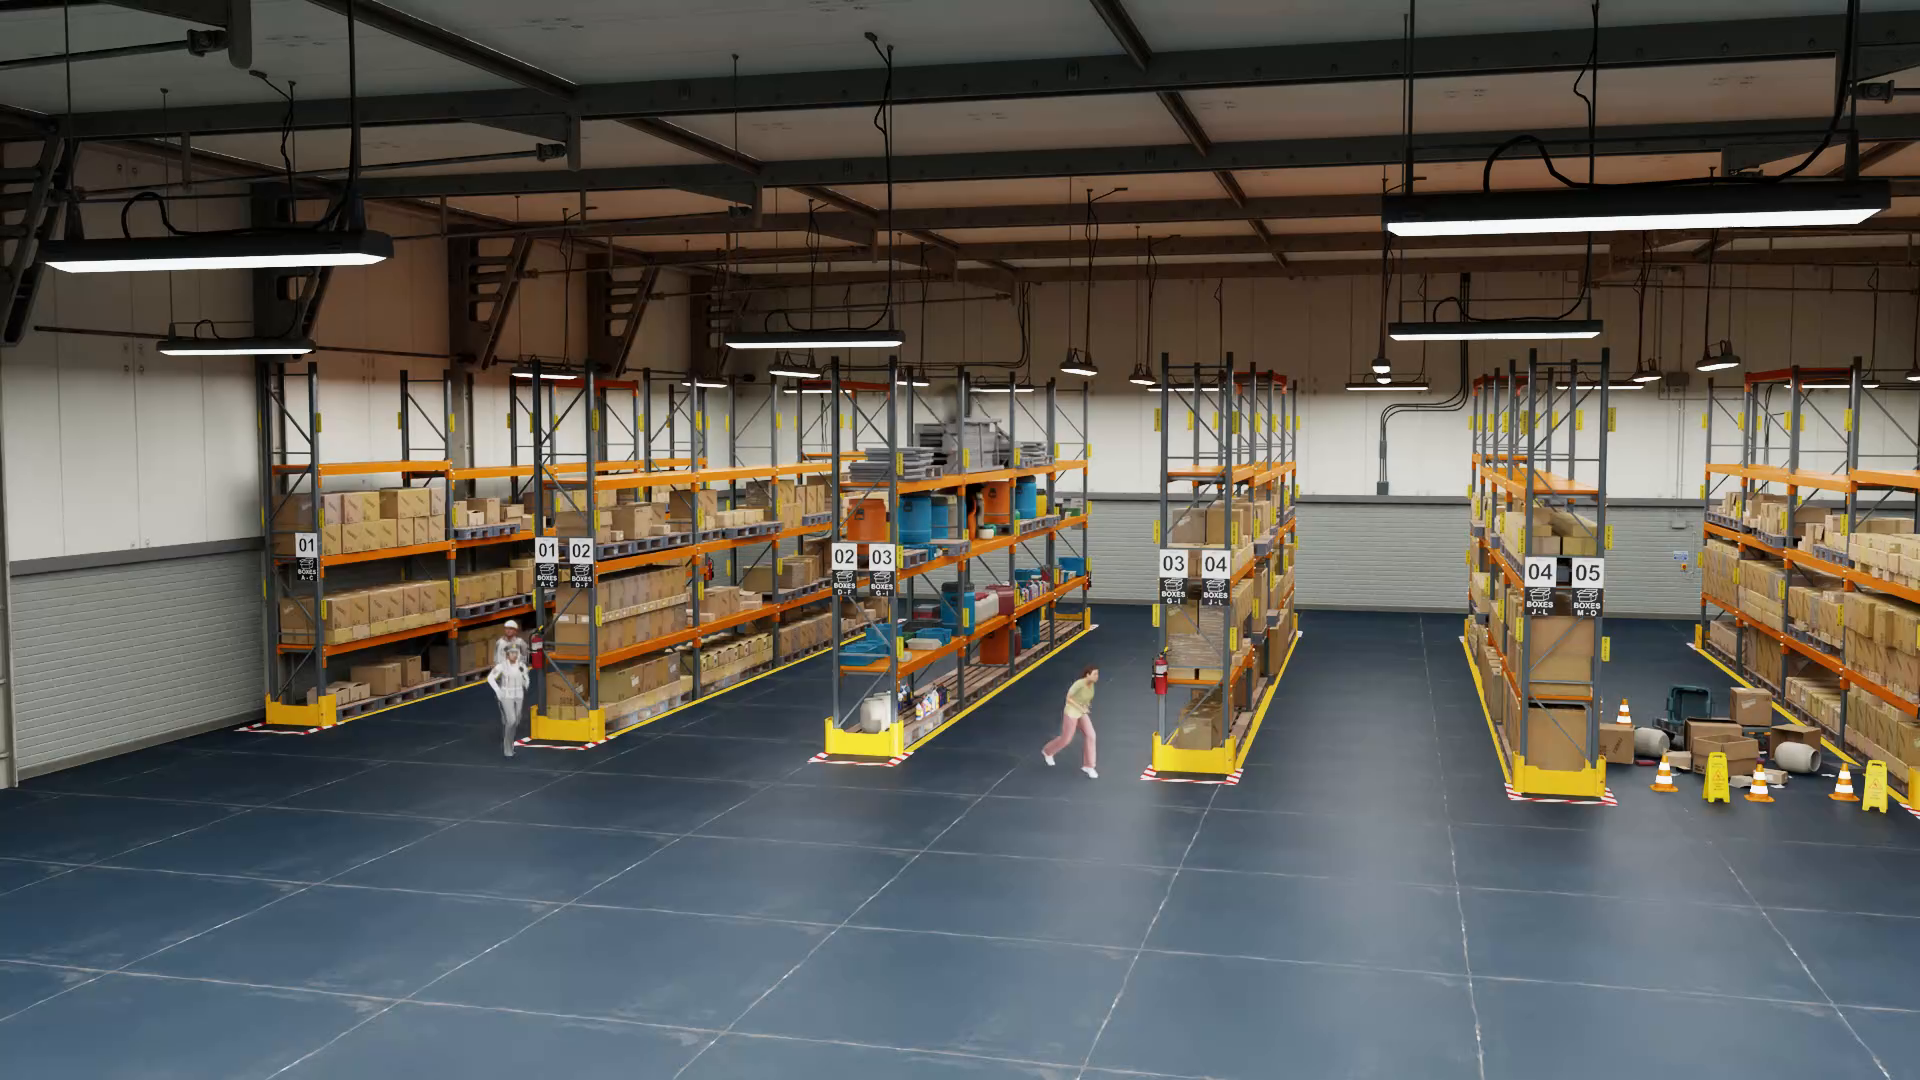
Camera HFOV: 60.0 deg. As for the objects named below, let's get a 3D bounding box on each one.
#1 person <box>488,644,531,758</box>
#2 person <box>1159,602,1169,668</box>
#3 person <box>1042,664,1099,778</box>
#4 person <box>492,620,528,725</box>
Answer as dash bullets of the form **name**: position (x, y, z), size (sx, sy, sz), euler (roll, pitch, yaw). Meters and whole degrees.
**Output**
- **person**: position (-6.730, 2.410, 24.997), size (0.588, 1.716, 0.695), euler (-3, 5, -39)
- **person**: position (4.295, 1.728, 33.372), size (0.703, 1.754, 0.888), euler (1, 4, 10)
- **person**: position (1.594, 2.551, 23.794), size (1.004, 1.625, 0.614), euler (3, 5, 36)
- **person**: position (-7.423, 2.192, 27.377), size (0.637, 1.740, 0.659), euler (0, 4, -1)
